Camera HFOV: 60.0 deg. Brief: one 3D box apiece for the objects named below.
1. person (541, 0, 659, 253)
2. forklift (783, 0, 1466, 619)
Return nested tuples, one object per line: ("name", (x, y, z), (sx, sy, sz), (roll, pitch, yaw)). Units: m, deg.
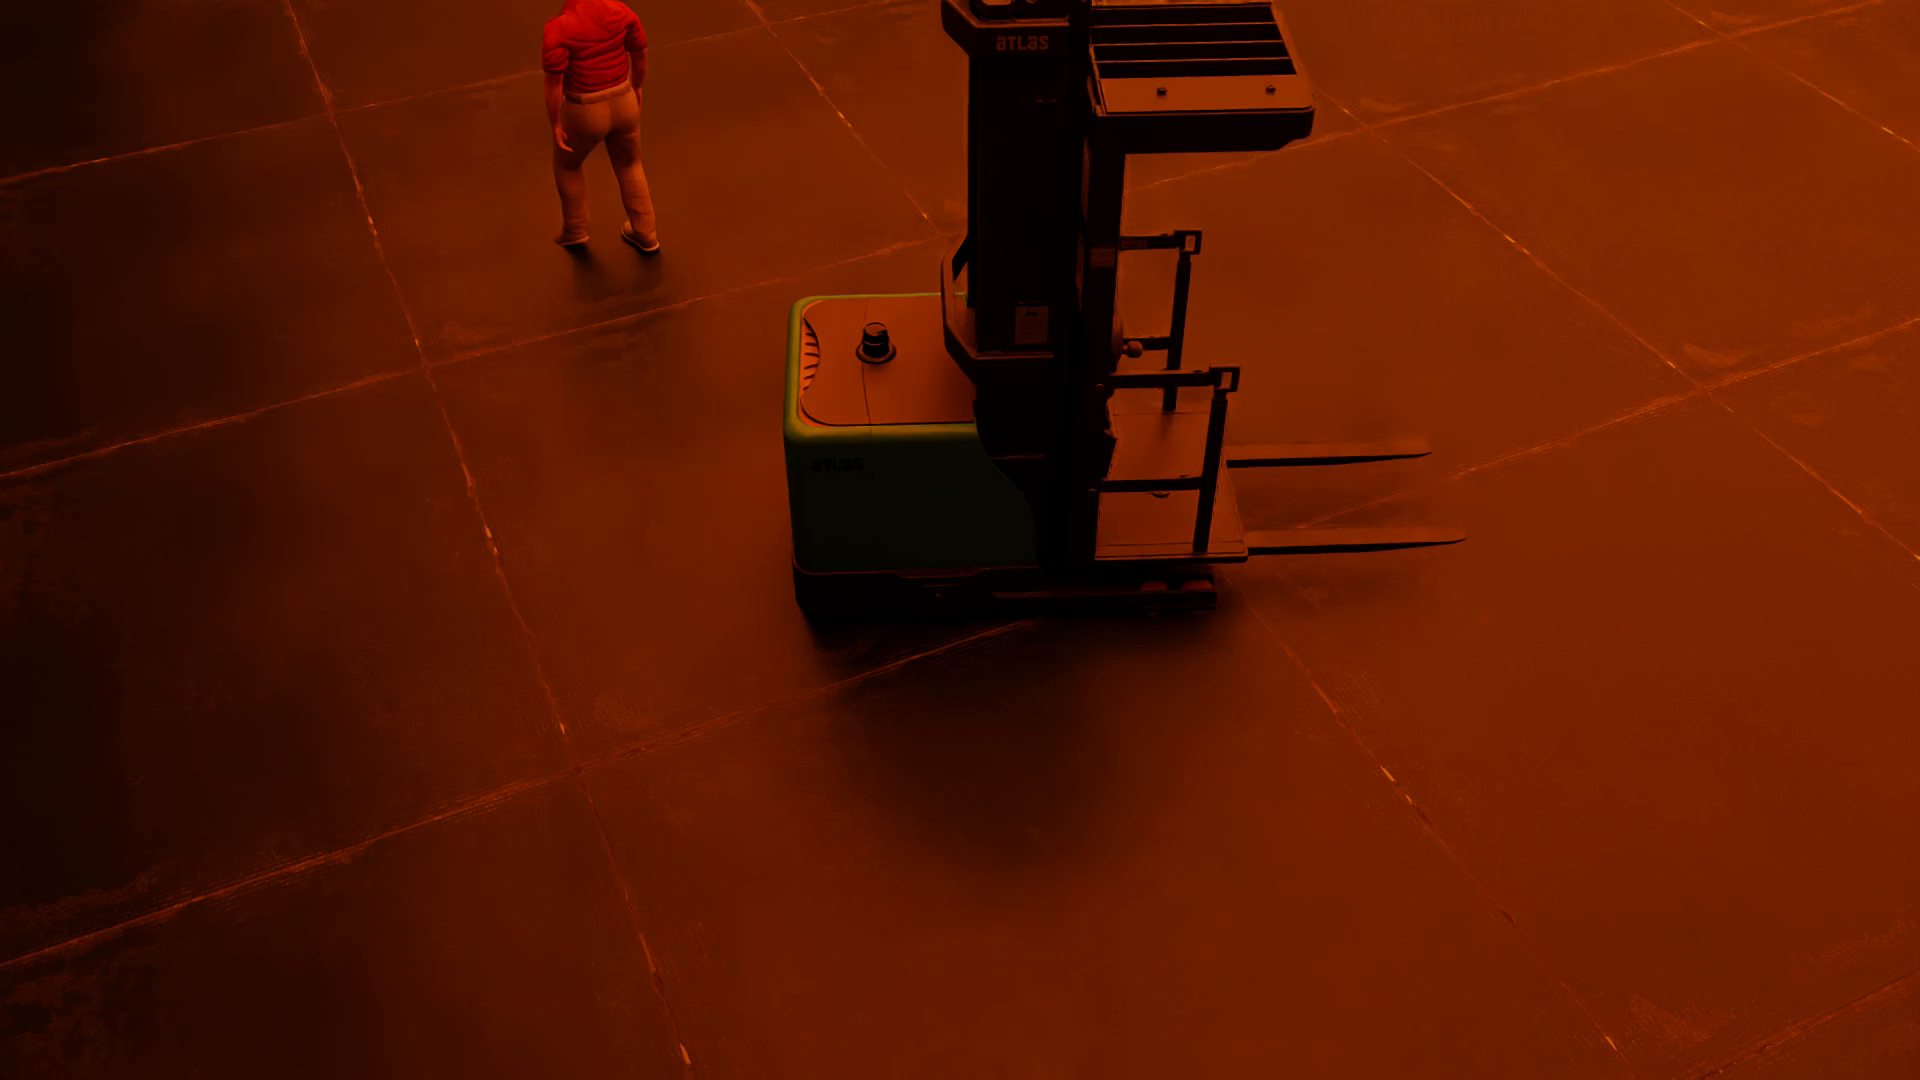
("person", (-2.015, -2.366, 9.159), (0.641, 1.775, 0.562), (-26, 49, -25))
("forklift", (0.759, -1.095, 6.853), (3.031, 2.935, 1.130), (-2, 43, -2))
